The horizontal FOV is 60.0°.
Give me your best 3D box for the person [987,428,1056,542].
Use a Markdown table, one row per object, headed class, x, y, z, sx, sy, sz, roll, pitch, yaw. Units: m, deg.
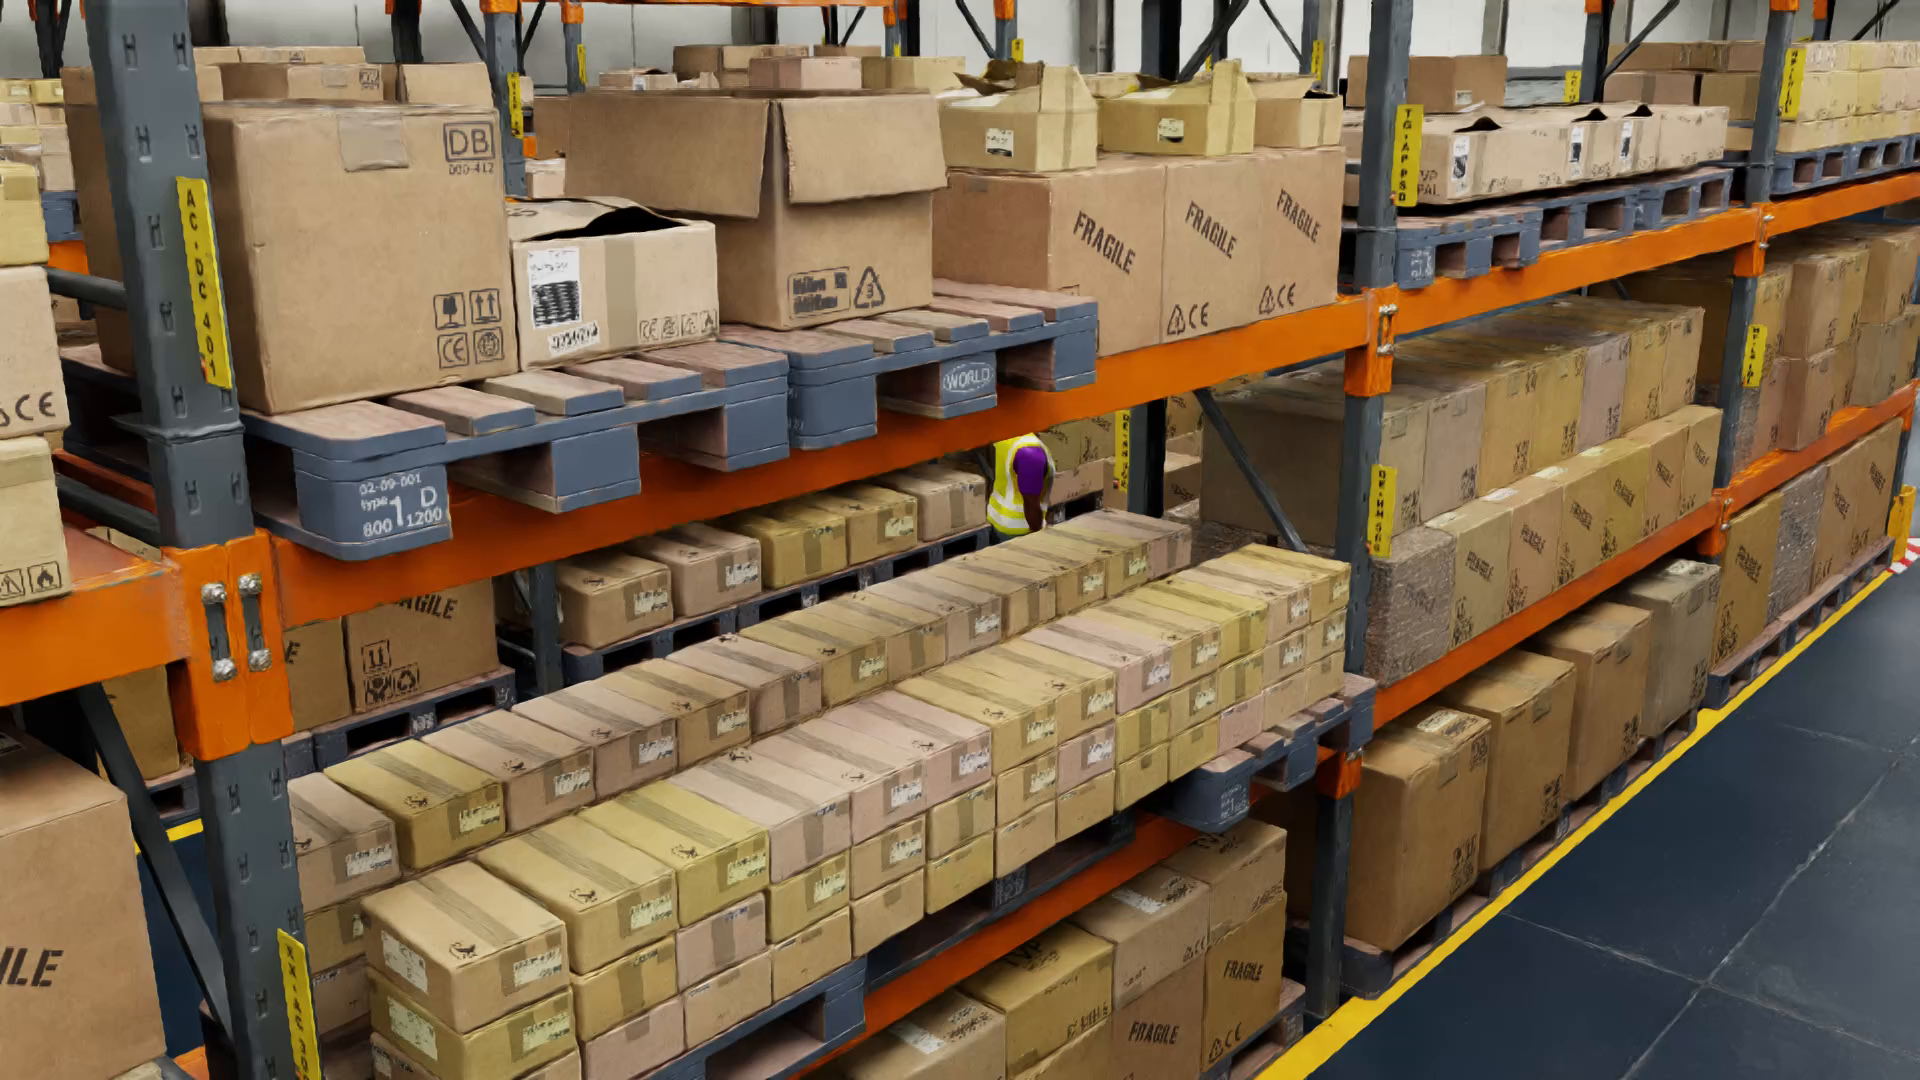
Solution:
| class | x | y | z | sx | sy | sz | roll | pitch | yaw |
| --- | --- | --- | --- | --- | --- | --- | --- | --- | --- |
| person | 0.333 | -0.083 | 9.799 | 0.513 | 1.752 | 0.613 | -5 | 18 | -16 |
